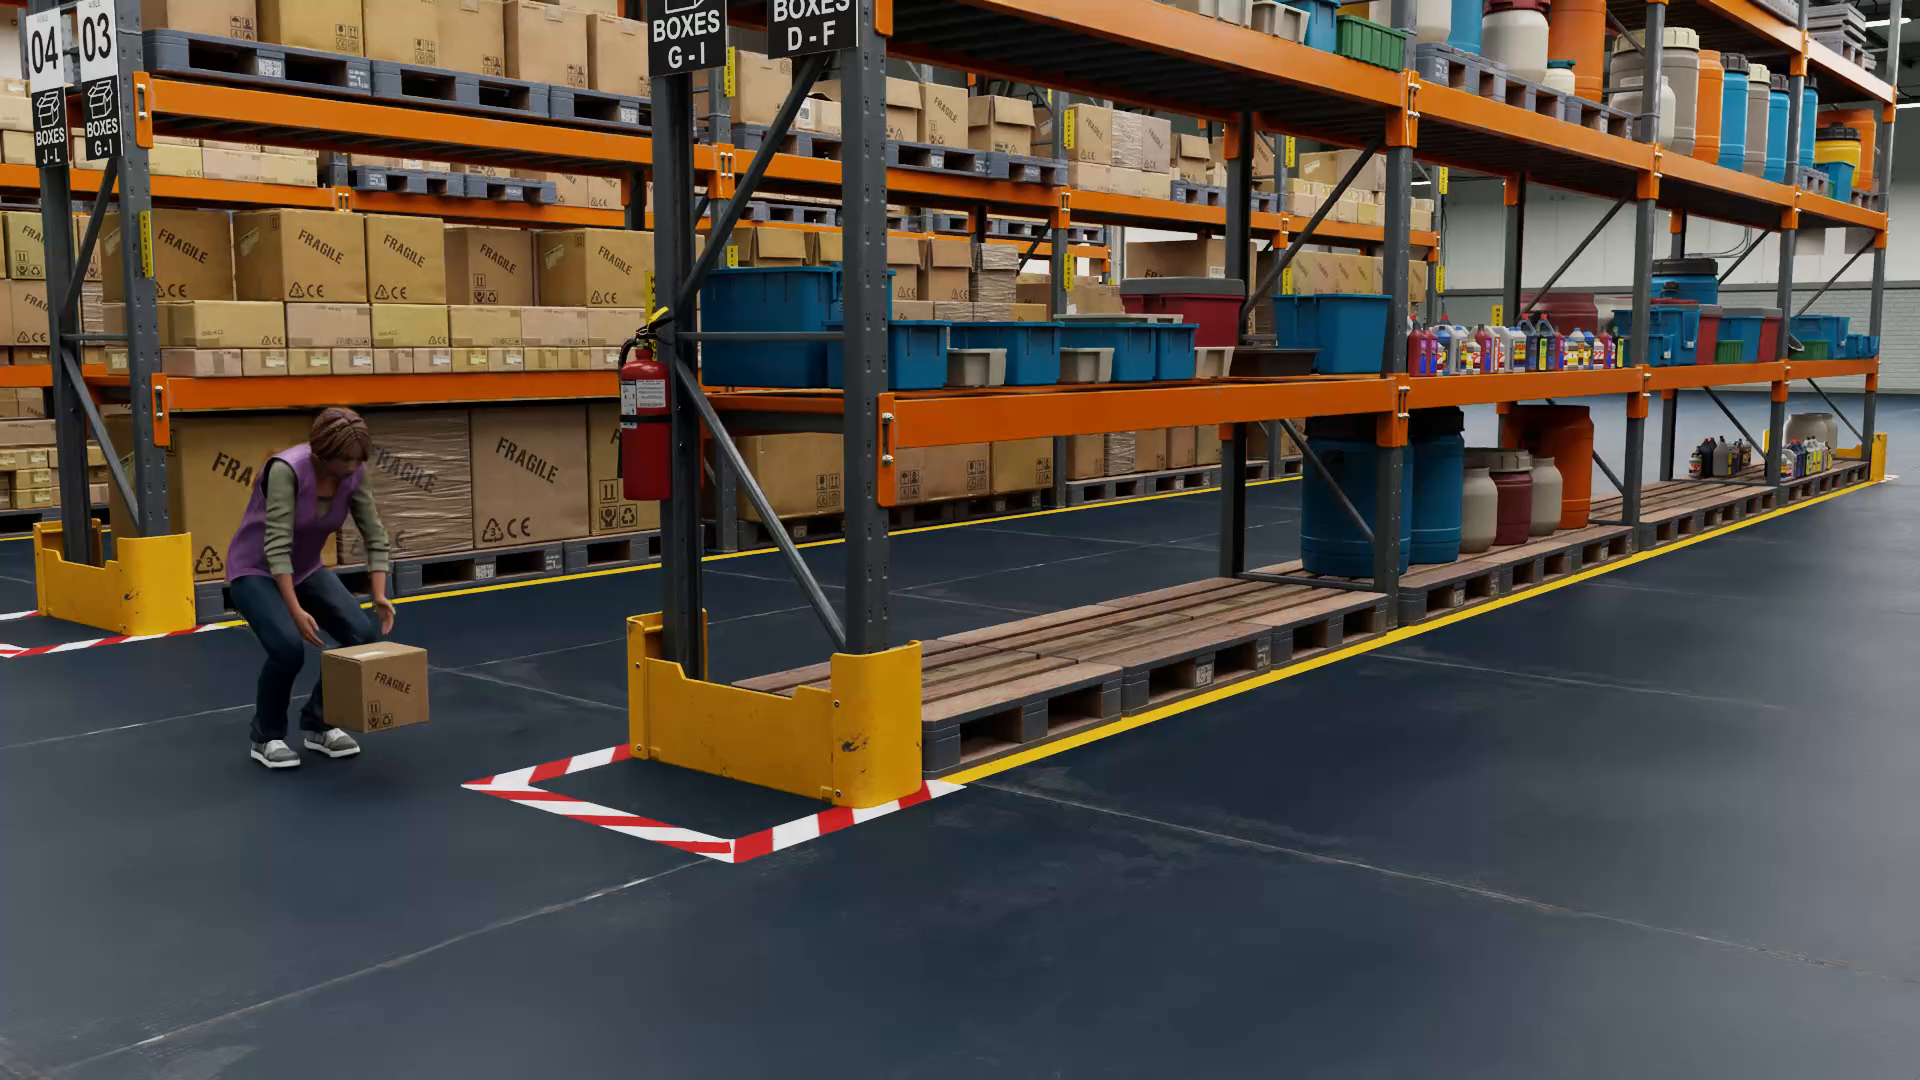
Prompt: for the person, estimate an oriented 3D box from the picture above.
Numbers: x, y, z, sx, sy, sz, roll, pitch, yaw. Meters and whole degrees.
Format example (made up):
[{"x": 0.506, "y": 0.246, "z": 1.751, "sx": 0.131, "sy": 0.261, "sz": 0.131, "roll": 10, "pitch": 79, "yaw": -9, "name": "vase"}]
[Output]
[{"x": -2.306, "y": 0.167, "z": 5.926, "sx": 0.671, "sy": 1.257, "sz": 0.463, "roll": 6, "pitch": 9, "yaw": 39, "name": "person"}]
